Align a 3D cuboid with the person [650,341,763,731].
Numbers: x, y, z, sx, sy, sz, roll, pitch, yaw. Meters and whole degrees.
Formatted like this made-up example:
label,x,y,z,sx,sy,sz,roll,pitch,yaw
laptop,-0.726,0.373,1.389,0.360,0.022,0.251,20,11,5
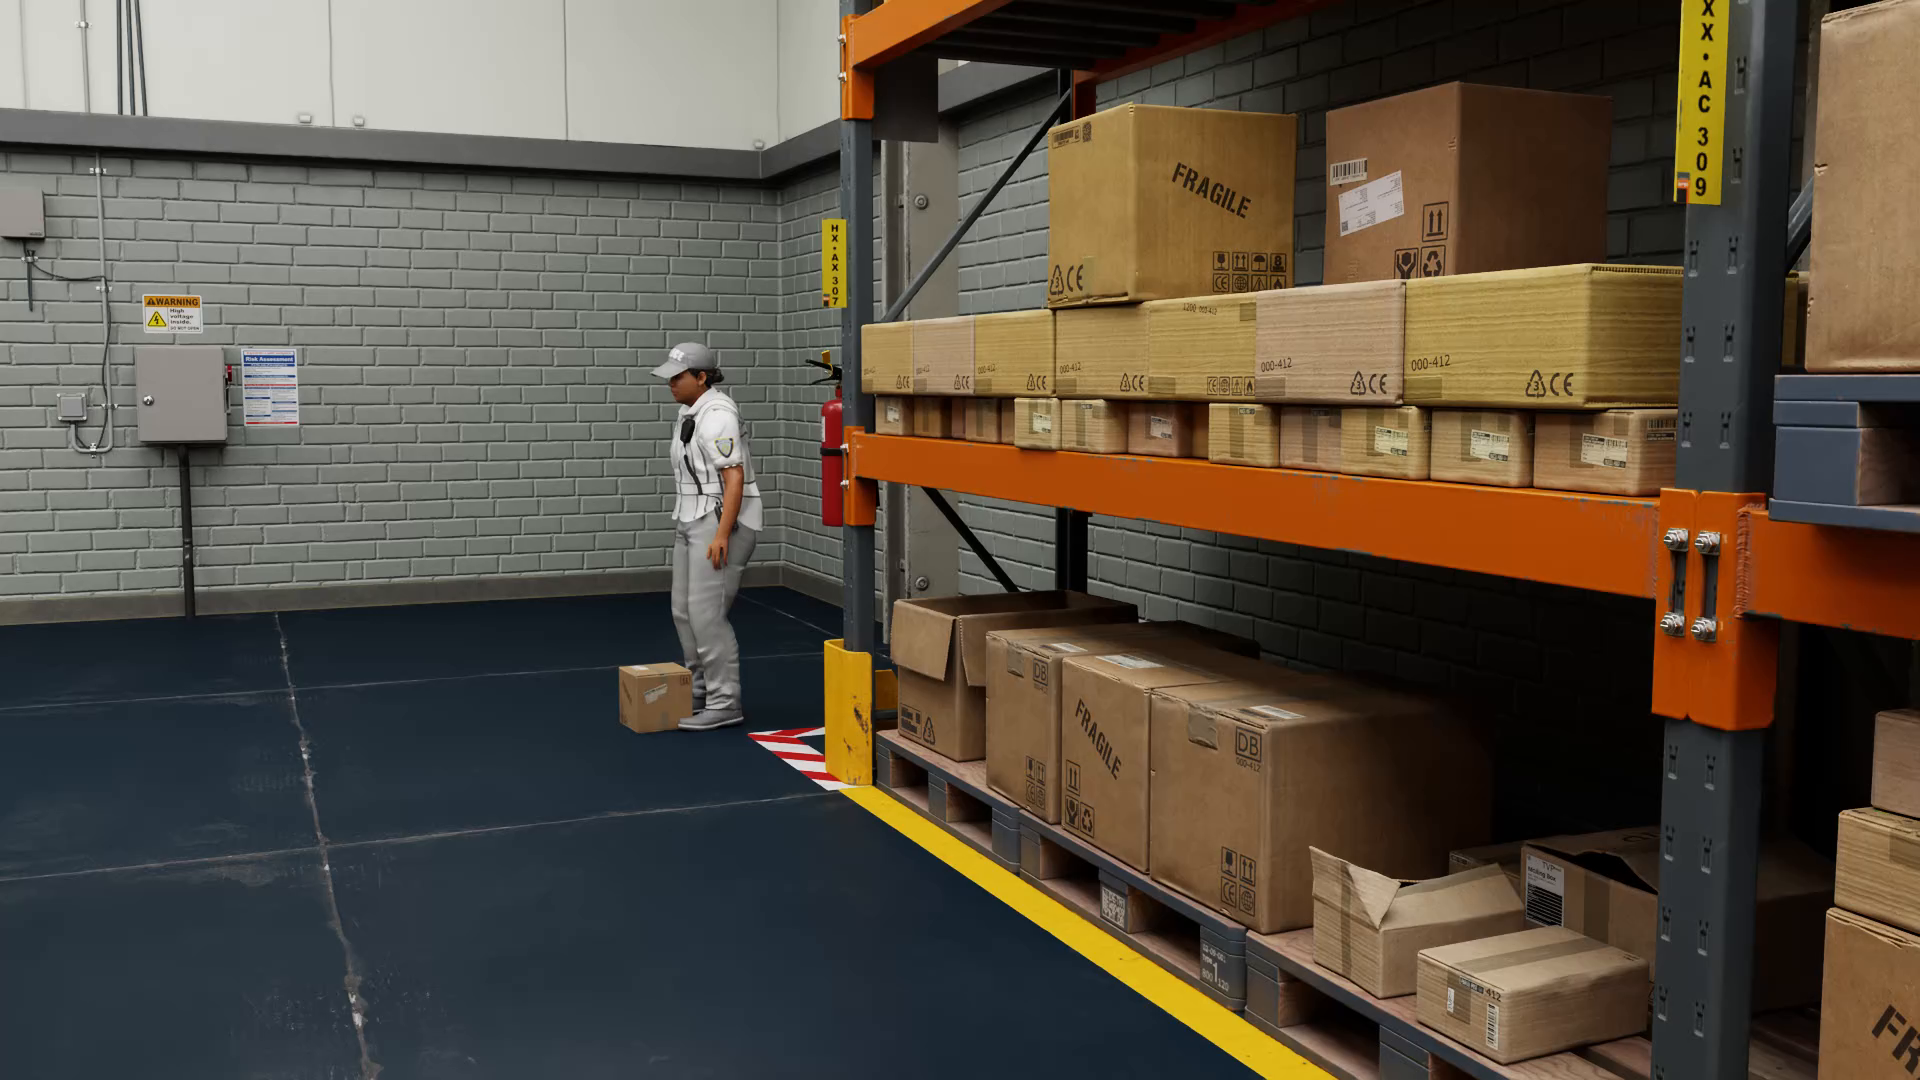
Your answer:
label,x,y,z,sx,sy,sz,roll,pitch,yaw
person,-1.122,-0.028,7.264,0.468,1.665,0.558,-3,6,-27
